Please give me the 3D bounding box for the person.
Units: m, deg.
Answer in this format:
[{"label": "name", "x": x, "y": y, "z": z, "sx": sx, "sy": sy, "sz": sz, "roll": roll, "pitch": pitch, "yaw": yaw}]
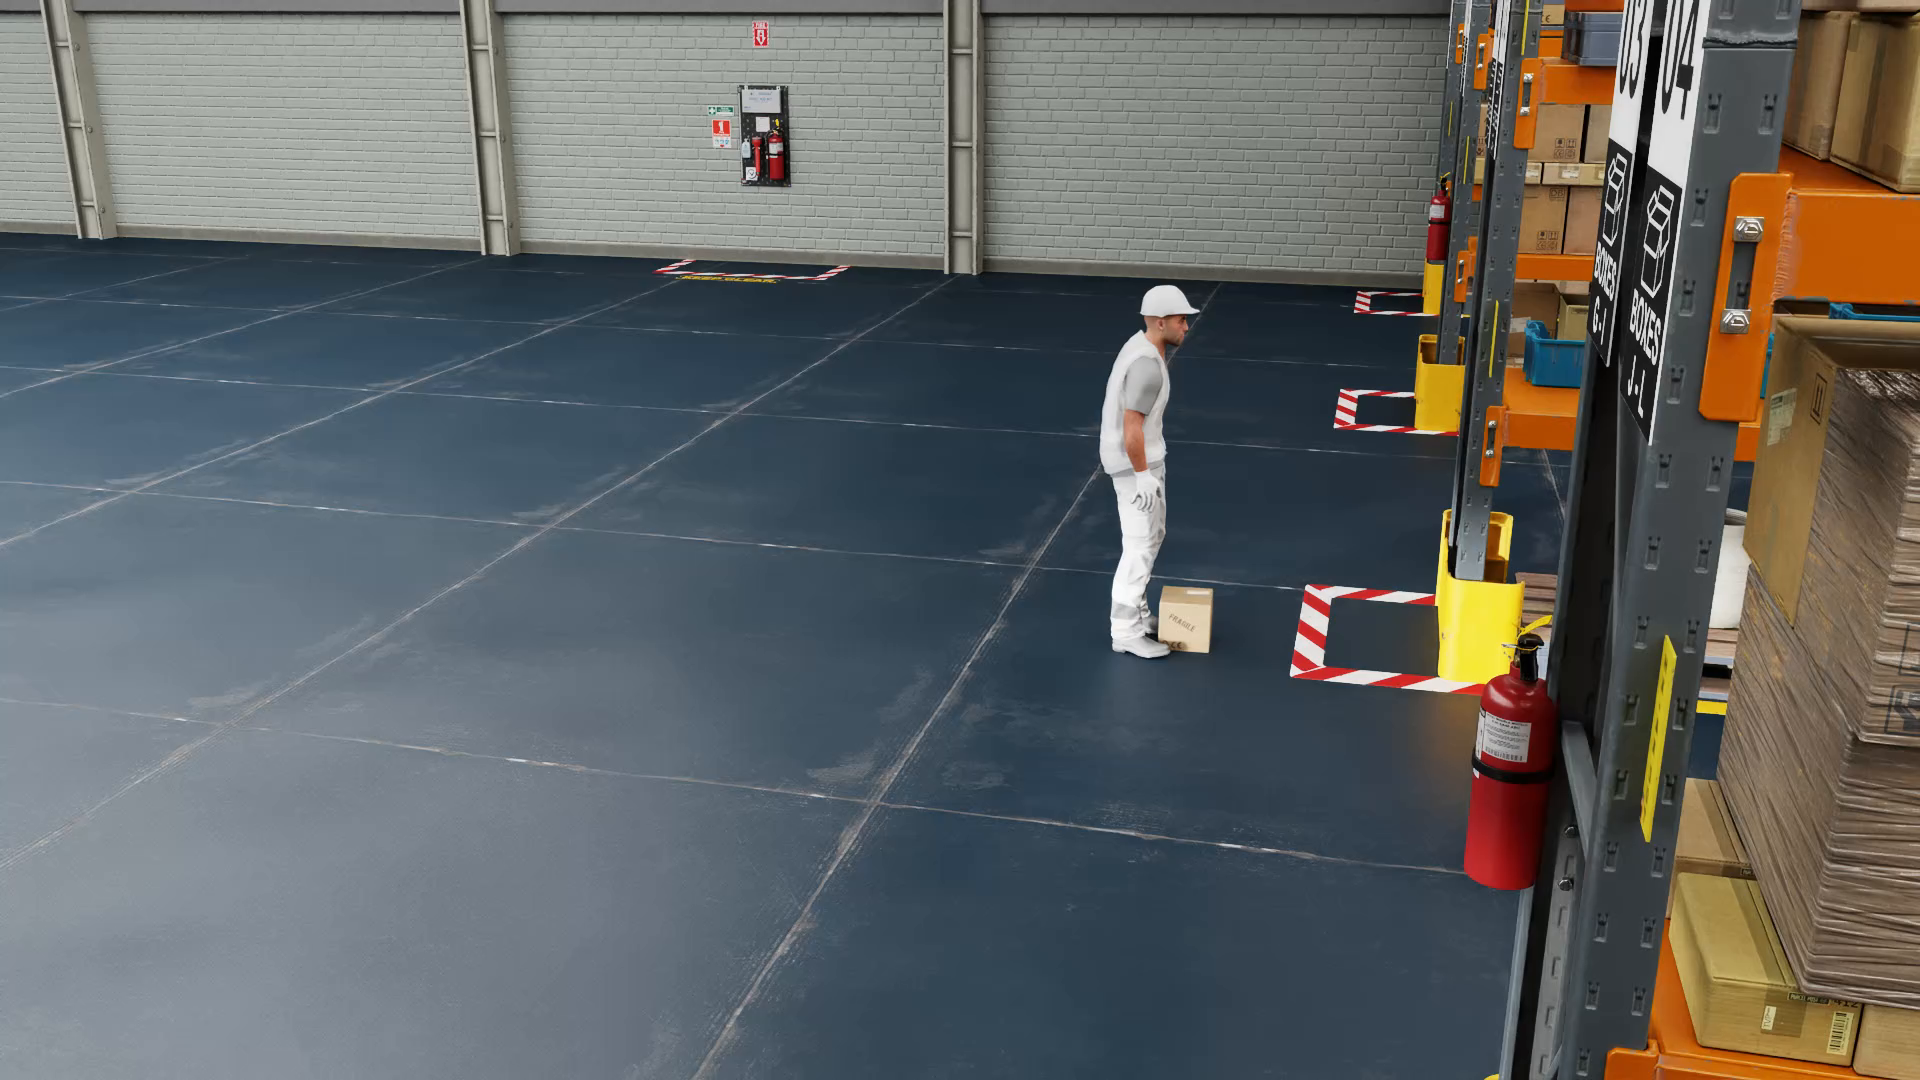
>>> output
[{"label": "person", "x": 0.909, "y": -0.352, "z": 8.112, "sx": 0.453, "sy": 1.778, "sz": 0.616, "roll": 3, "pitch": 18, "yaw": 10}]
